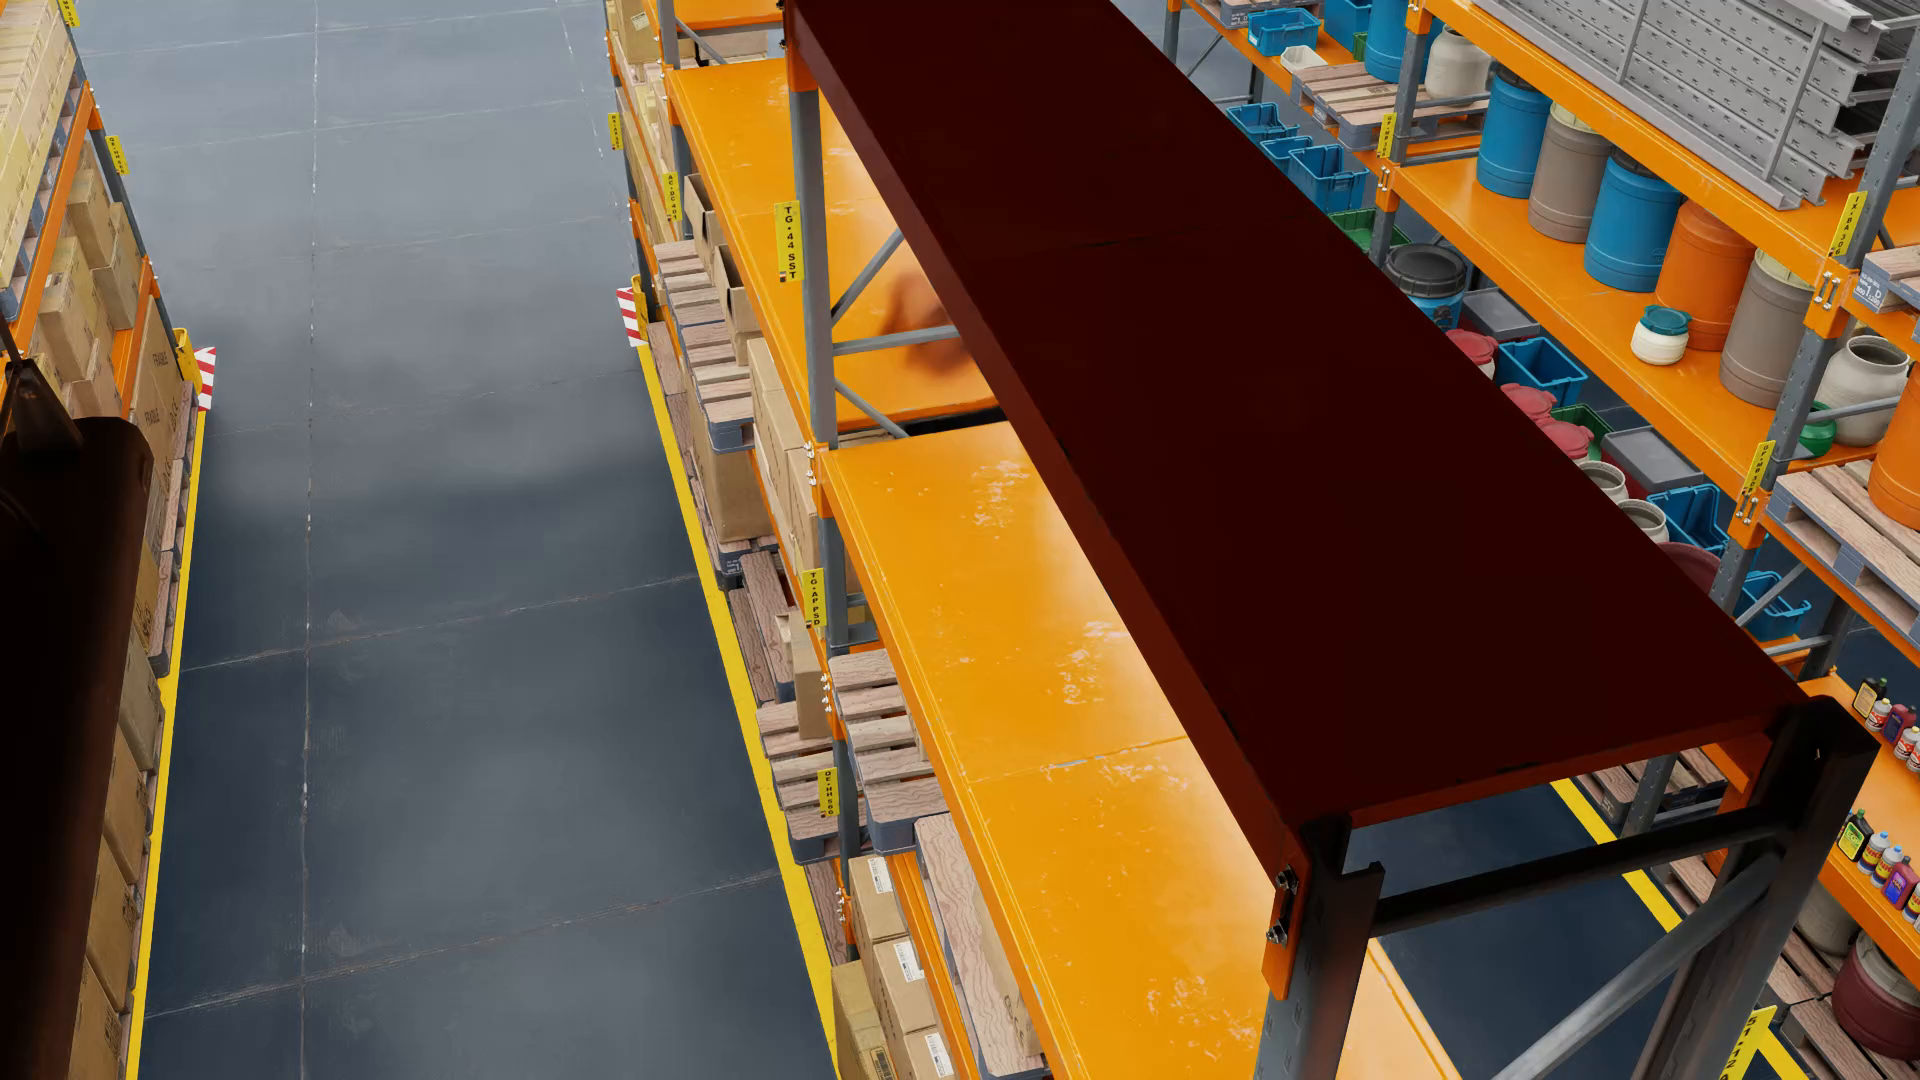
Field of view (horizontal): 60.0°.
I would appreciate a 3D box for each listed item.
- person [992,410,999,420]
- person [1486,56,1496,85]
[{"bbox_3d":[0.012,-0.663,12.348,0.557,1.656,0.674,-12,40,-15],"label":"person"},{"bbox_3d":[5.914,-5.483,18.436,0.558,1.657,0.628,9,39,11],"label":"person"}]
